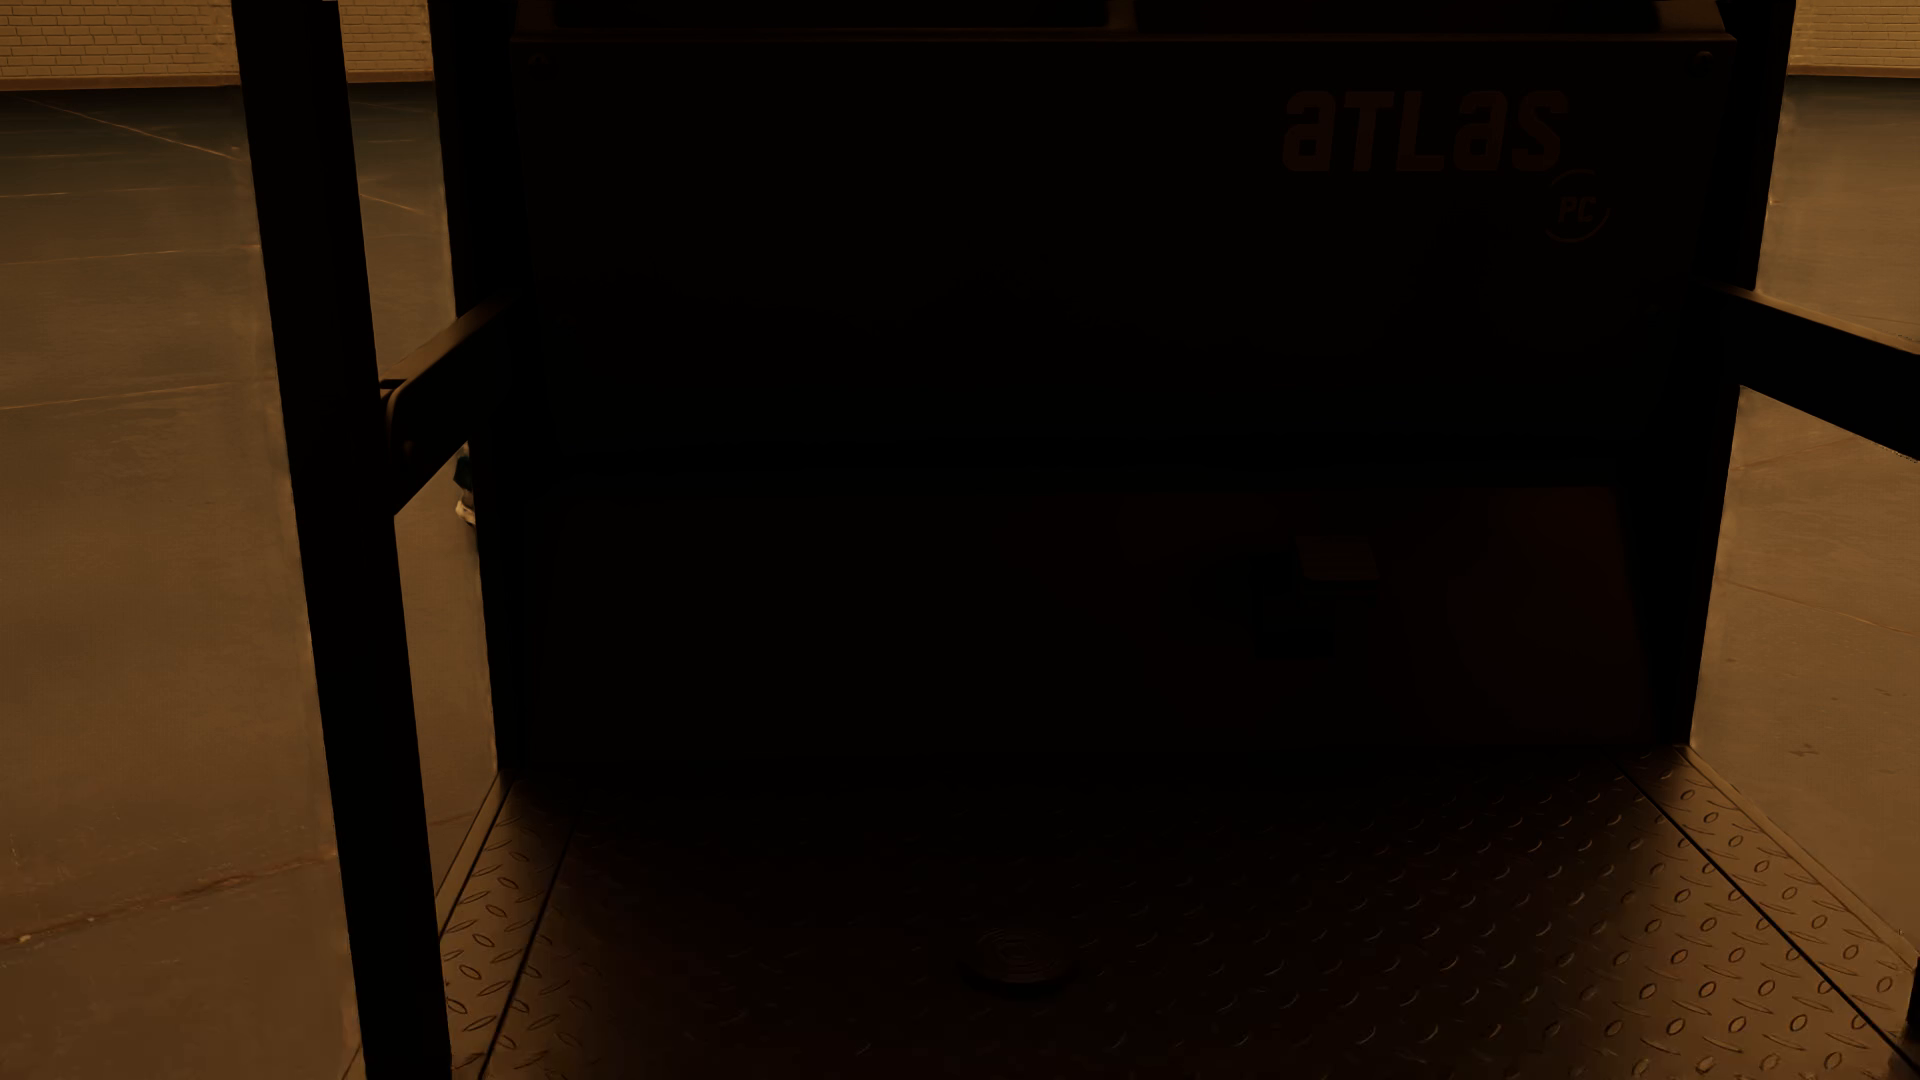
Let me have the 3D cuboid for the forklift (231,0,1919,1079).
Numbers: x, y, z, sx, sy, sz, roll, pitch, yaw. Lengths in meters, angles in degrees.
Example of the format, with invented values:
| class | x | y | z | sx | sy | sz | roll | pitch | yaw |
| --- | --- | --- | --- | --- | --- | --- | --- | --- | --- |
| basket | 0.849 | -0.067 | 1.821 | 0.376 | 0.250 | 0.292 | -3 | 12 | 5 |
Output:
| class | x | y | z | sx | sy | sz | roll | pitch | yaw |
| --- | --- | --- | --- | --- | --- | --- | --- | --- | --- |
| forklift | 0.140 | -0.798 | 0.974 | 1.130 | 2.935 | 3.031 | -1 | 18 | -3 |

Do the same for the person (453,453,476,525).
| class | x | y | z | sx | sy | sz | roll | pitch | yaw |
| --- | --- | --- | --- | --- | --- | --- | --- | --- | --- |
| person | -0.834 | -0.784 | 3.299 | 0.420 | 1.571 | 0.745 | -3 | 18 | -9 |
